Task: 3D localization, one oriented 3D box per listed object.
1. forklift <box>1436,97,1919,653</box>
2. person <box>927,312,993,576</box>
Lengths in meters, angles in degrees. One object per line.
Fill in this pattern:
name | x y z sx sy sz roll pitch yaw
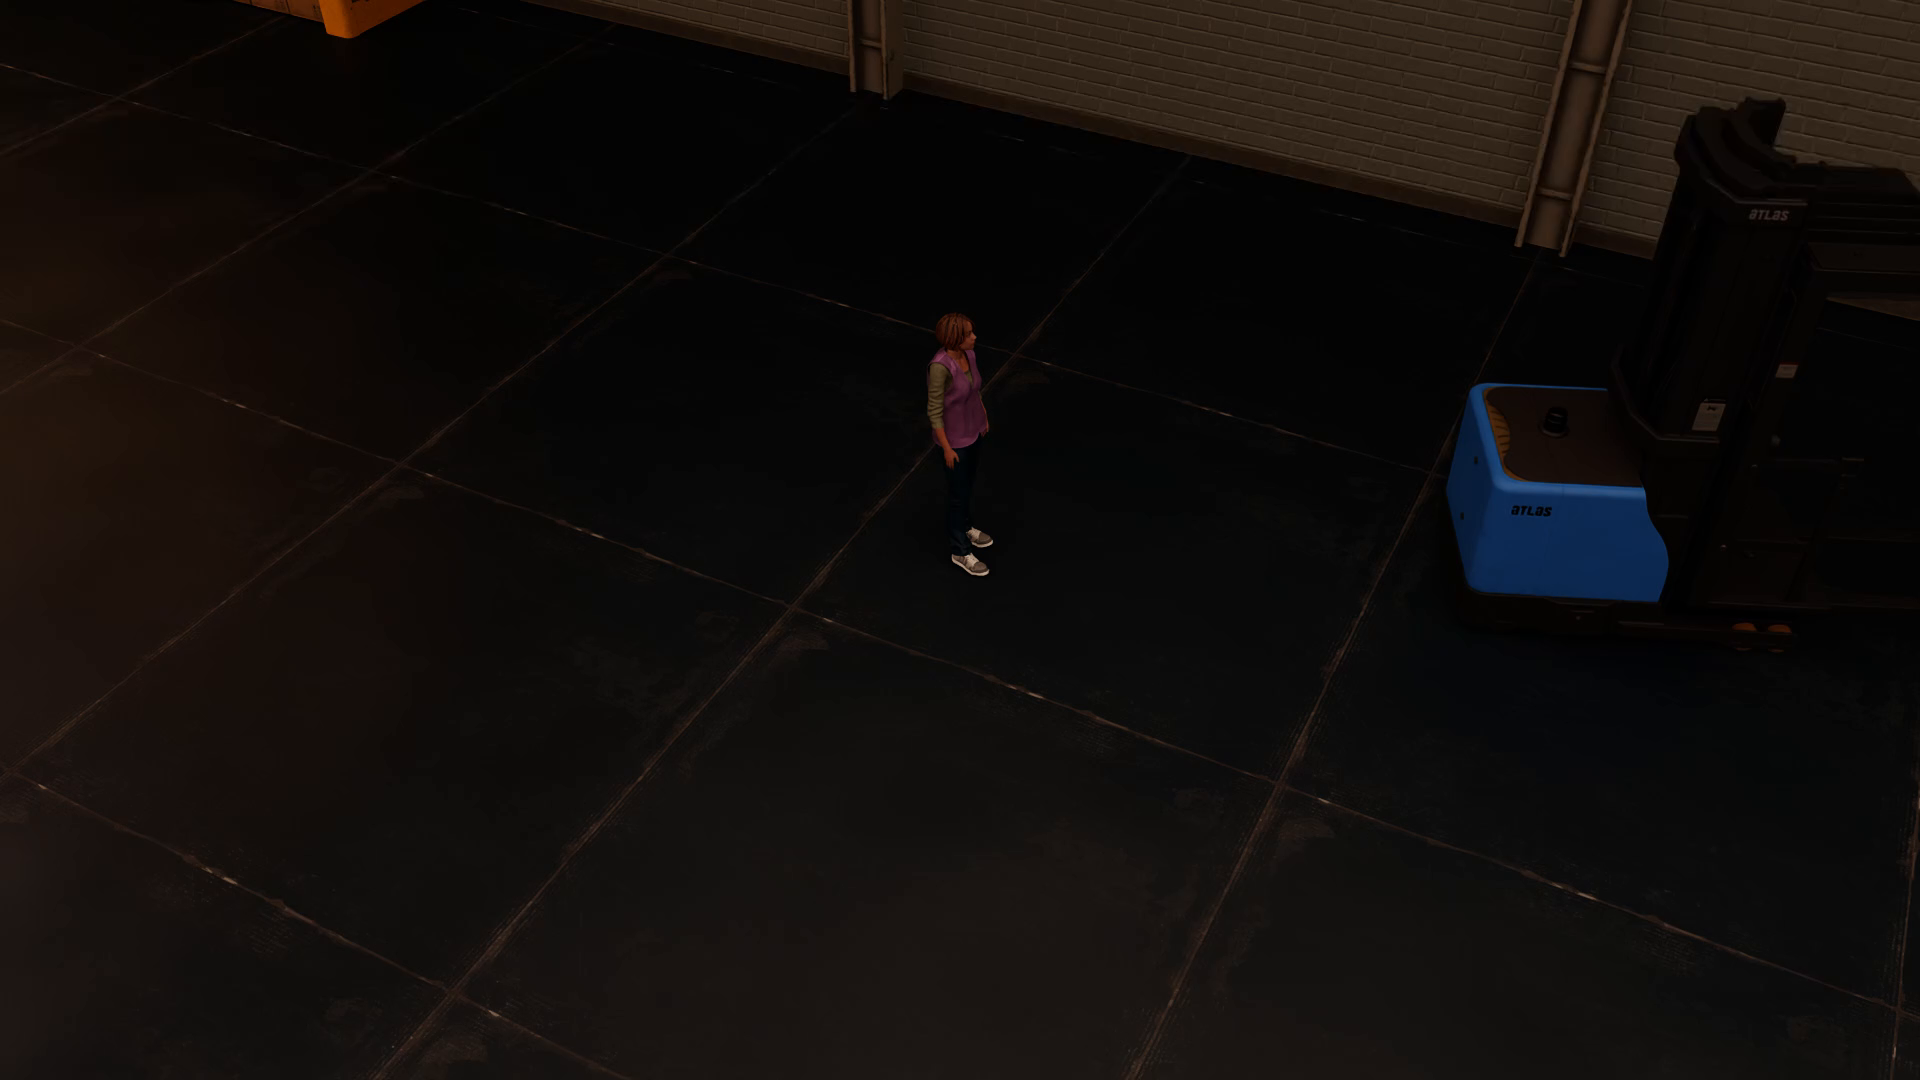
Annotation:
forklift | 4.424 -0.837 8.980 3.031 2.935 1.130 3 40 4
person | 0.060 -0.586 9.706 0.473 1.599 0.520 18 43 21
